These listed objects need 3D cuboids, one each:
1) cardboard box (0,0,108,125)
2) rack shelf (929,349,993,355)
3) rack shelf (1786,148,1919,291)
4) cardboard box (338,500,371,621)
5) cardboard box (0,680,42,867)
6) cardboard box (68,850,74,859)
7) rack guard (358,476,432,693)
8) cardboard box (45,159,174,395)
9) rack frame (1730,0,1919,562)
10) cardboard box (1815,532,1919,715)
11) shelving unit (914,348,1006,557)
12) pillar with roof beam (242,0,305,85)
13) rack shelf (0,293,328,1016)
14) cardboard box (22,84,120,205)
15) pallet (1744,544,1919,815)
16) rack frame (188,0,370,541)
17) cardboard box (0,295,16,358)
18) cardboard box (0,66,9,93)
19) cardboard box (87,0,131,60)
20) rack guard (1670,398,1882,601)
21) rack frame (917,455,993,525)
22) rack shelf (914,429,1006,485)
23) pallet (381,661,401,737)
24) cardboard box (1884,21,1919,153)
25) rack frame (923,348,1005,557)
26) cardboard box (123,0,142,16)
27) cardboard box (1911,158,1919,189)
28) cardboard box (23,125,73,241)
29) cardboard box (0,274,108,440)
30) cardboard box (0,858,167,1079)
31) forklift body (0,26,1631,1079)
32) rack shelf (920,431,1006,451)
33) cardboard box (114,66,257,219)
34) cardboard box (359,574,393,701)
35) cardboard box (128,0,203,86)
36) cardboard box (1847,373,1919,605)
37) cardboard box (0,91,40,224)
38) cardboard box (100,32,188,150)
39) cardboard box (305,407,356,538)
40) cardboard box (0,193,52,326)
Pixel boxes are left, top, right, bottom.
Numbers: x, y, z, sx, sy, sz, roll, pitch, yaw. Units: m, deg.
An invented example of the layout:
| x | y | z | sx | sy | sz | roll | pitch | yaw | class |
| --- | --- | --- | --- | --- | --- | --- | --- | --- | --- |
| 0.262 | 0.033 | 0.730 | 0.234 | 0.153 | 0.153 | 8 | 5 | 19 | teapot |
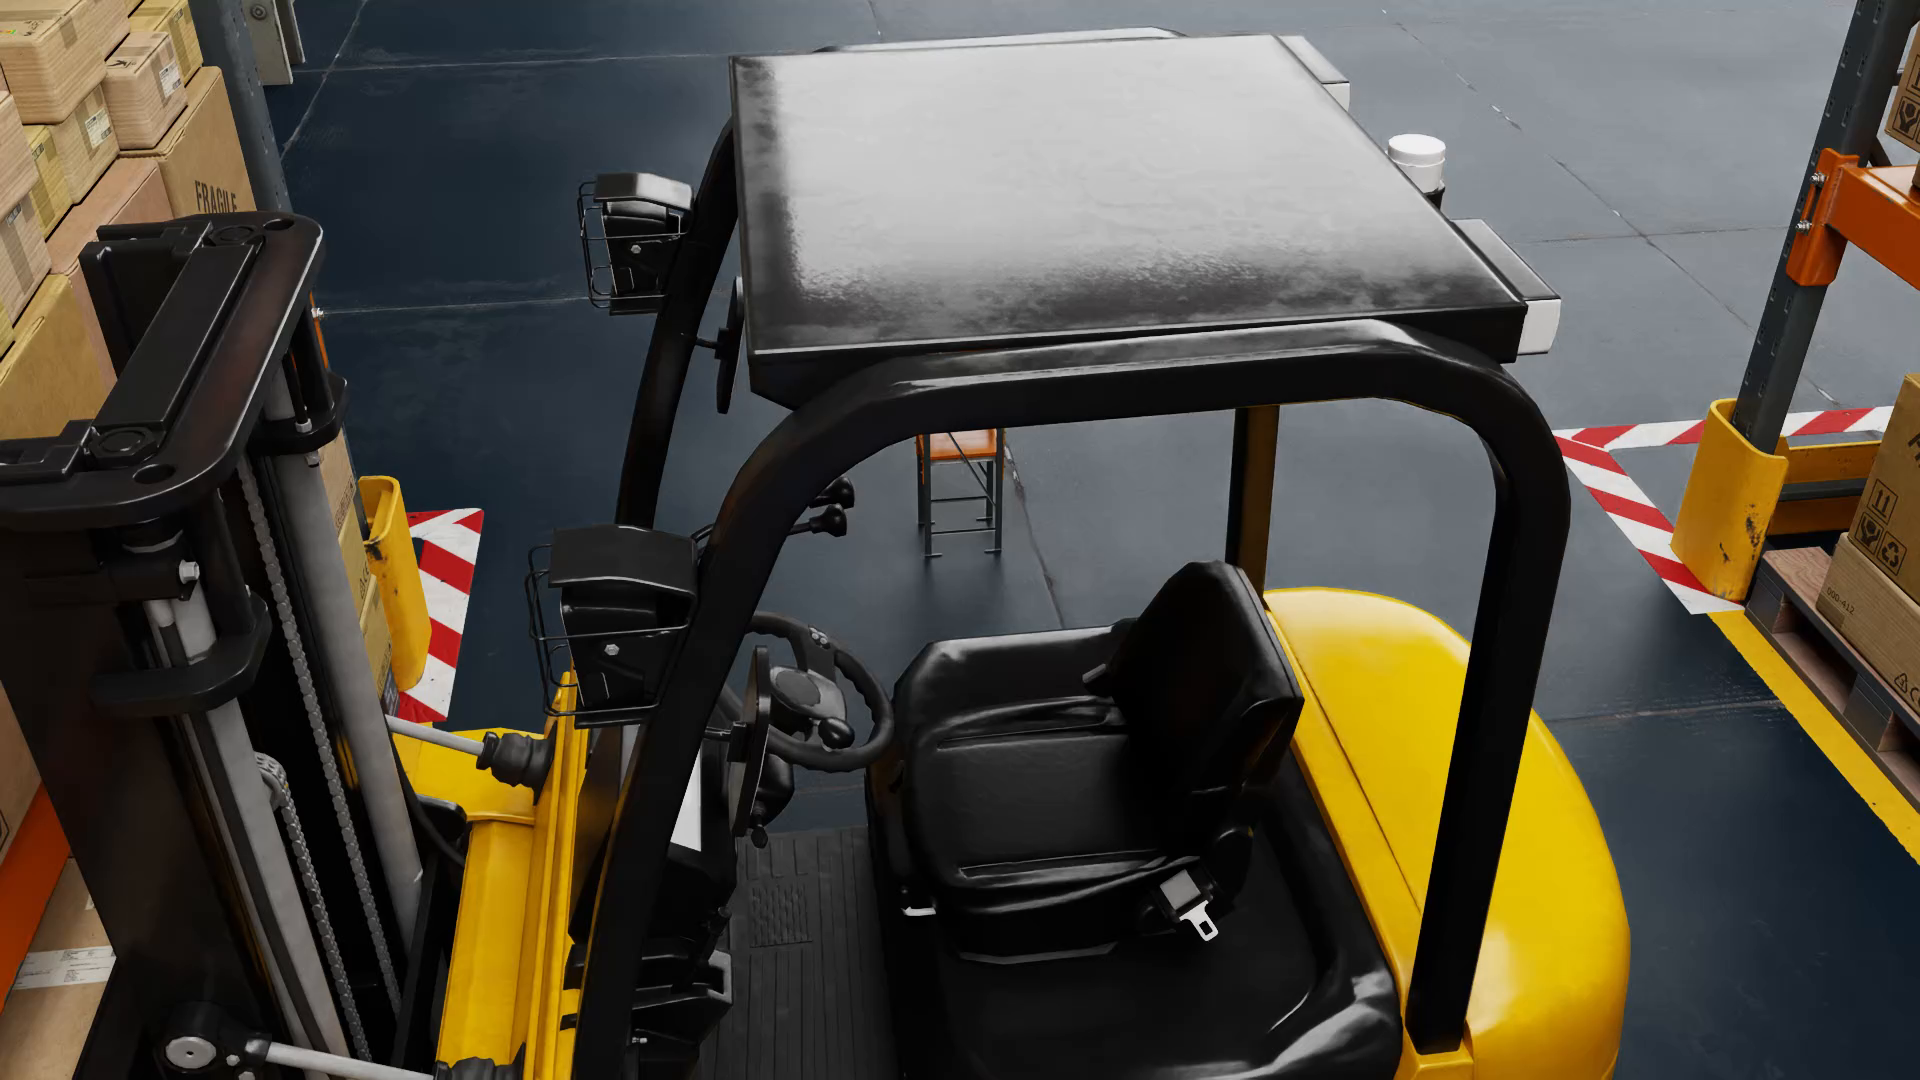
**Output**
| x | y | z | sx | sy | sz | roll | pitch | yaw | class |
| --- | --- | --- | --- | --- | --- | --- | --- | --- | --- |
| -1.723 | -0.825 | 2.868 | 0.380 | 0.149 | 0.250 | -4 | 34 | -5 | cardboard box |
| -0.002 | -0.566 | 4.881 | 0.258 | 0.103 | 0.180 | -4 | 35 | -6 | rack shelf |
| 3.081 | 0.179 | 2.962 | 1.077 | 0.370 | 4.000 | -4 | 35 | -6 | rack shelf |
| -1.731 | 0.148 | 3.994 | 0.500 | 0.250 | 0.500 | -5 | 35 | -7 | cardboard box |
| -1.571 | 0.213 | 2.185 | 0.500 | 0.500 | 0.500 | -4 | 34 | -6 | cardboard box |
| -1.583 | 0.492 | 3.045 | 0.500 | 0.250 | 0.500 | -4 | 34 | -6 | cardboard box |
| -2.109 | 0.164 | 4.566 | 1.175 | 0.500 | 0.348 | -4 | 35 | -6 | rack guard |
| -1.719 | -0.352 | 3.015 | 0.500 | 0.500 | 0.500 | -3 | 34 | -5 | cardboard box |
| 2.812 | -1.234 | 4.397 | 1.000 | 3.000 | 0.127 | -4 | 35 | -6 | rack frame |
| 2.646 | 0.200 | 4.362 | 0.500 | 0.250 | 0.500 | -5 | 35 | -7 | cardboard box |
| -0.002 | -0.504 | 4.924 | 0.258 | 1.200 | 0.189 | -4 | 35 | -6 | shelving unit |
| 0.553 | -6.552 | 6.874 | 9.100 | 9.000 | 0.400 | -4 | 35 | -6 | pillar with roof beam |
| -1.837 | 0.557 | 2.407 | 1.077 | 0.370 | 4.000 | -4 | 35 | -6 | rack shelf |
| -1.744 | -0.703 | 2.954 | 0.380 | 0.149 | 0.250 | -4 | 34 | -5 | cardboard box |
| 2.896 | 0.417 | 4.451 | 1.003 | 0.211 | 1.213 | -4 | 35 | -6 | pallet |
| -2.106 | -0.856 | 3.842 | 1.000 | 3.000 | 0.127 | -4 | 35 | -6 | rack frame |
| -1.585 | -0.279 | 2.331 | 0.380 | 0.149 | 0.250 | -4 | 34 | -6 | cardboard box |
| -1.763 | -0.681 | 2.656 | 0.380 | 0.149 | 0.250 | -4 | 34 | -6 | cardboard box |
| -1.785 | -0.969 | 3.079 | 0.380 | 0.149 | 0.250 | -4 | 35 | -6 | cardboard box |
| 2.822 | -0.159 | 5.039 | 1.175 | 0.500 | 0.348 | -4 | 35 | -6 | rack guard |
| -0.014 | -0.555 | 4.999 | 0.240 | 1.200 | 0.006 | -4 | 35 | -6 | rack frame |
| -0.002 | -0.269 | 5.084 | 0.258 | 0.103 | 0.180 | -4 | 35 | -6 | rack shelf |
| -1.962 | 0.720 | 4.006 | 1.003 | 0.211 | 1.213 | -4 | 35 | -6 | pallet |
| 2.601 | -1.113 | 3.866 | 0.500 | 0.500 | 0.500 | -5 | 35 | -7 | cardboard box |
| 0.010 | -0.453 | 4.849 | 0.240 | 1.200 | 0.006 | -4 | 35 | -6 | rack frame |
| -1.849 | -1.104 | 3.278 | 0.380 | 0.149 | 0.250 | -4 | 35 | -6 | cardboard box |
| 2.653 | -0.925 | 4.167 | 0.380 | 0.149 | 0.250 | -4 | 35 | -6 | cardboard box |
| -1.722 | -0.564 | 2.749 | 0.380 | 0.149 | 0.250 | -5 | 35 | -7 | cardboard box |
| -1.650 | -0.066 | 2.595 | 0.500 | 0.500 | 0.500 | -5 | 35 | -7 | cardboard box |
| -1.522 | 0.776 | 2.629 | 0.500 | 0.250 | 0.500 | -5 | 35 | -7 | cardboard box |
| -0.043 | 0.415 | 2.731 | 2.313 | 2.155 | 1.214 | -4 | 35 | -6 | forklift body |
| -0.002 | -0.368 | 5.017 | 0.258 | 0.103 | 0.180 | -4 | 35 | -6 | rack shelf |
| -1.780 | -0.643 | 3.440 | 0.500 | 0.500 | 0.500 | -5 | 35 | -7 | cardboard box |
| -1.730 | 0.345 | 4.149 | 0.500 | 0.250 | 0.500 | -4 | 34 | -6 | cardboard box |
| -1.782 | -0.993 | 3.379 | 0.380 | 0.149 | 0.250 | -4 | 34 | -6 | cardboard box |
| 2.650 | -0.097 | 4.131 | 0.500 | 0.500 | 0.500 | -5 | 35 | -8 | cardboard box |
| -1.618 | -0.544 | 2.455 | 0.380 | 0.149 | 0.250 | -4 | 34 | -5 | cardboard box |
| -1.718 | -0.853 | 3.173 | 0.380 | 0.149 | 0.250 | -4 | 34 | -6 | cardboard box |
| -1.735 | -0.073 | 3.874 | 0.500 | 0.250 | 0.500 | -3 | 34 | -5 | cardboard box |
| -1.639 | -0.419 | 2.536 | 0.380 | 0.149 | 0.250 | -5 | 35 | -8 | cardboard box |
